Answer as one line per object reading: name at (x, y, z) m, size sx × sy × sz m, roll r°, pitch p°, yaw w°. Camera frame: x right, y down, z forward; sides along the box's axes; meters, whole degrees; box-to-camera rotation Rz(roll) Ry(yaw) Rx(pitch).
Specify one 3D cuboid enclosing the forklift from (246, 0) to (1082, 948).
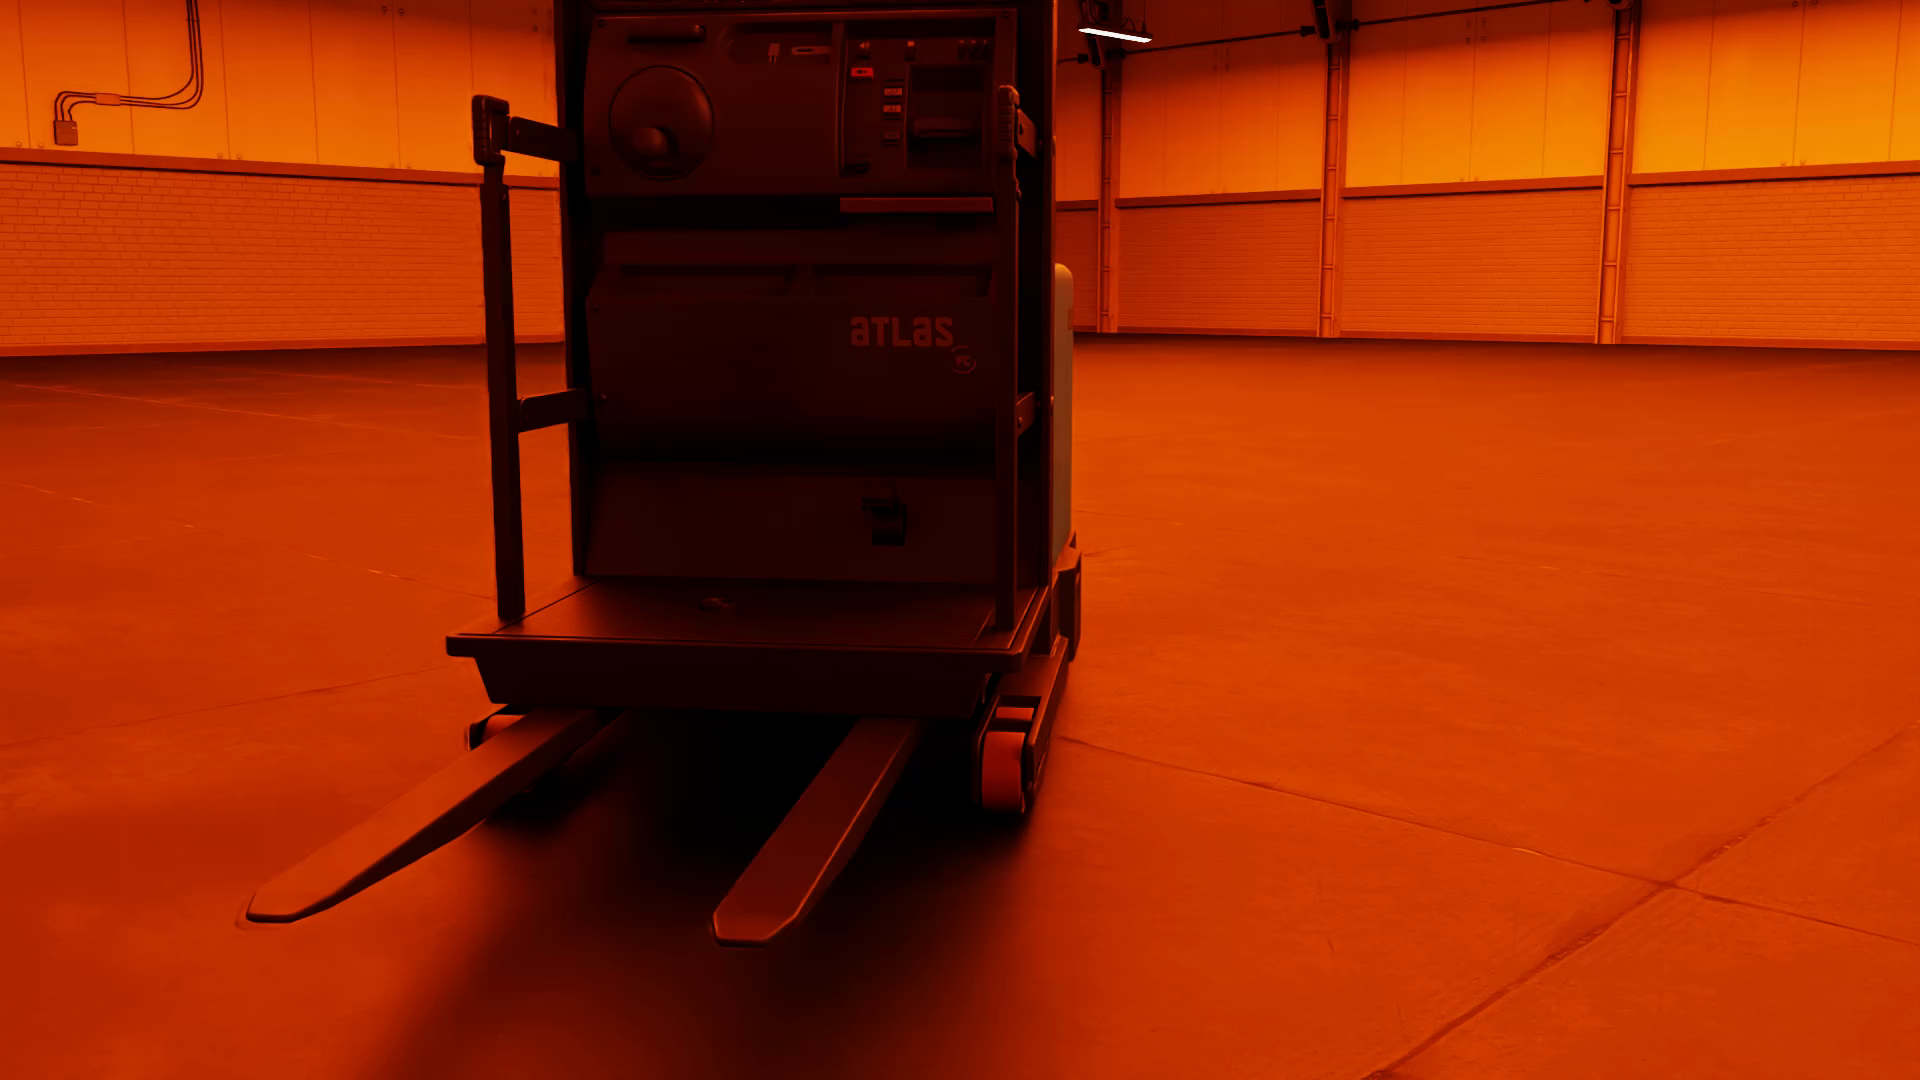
forklift at (-0.368, -0.974, 3.340) m, size 1.130 × 2.935 × 3.031 m, roll 1°, pitch 9°, yaw 7°
